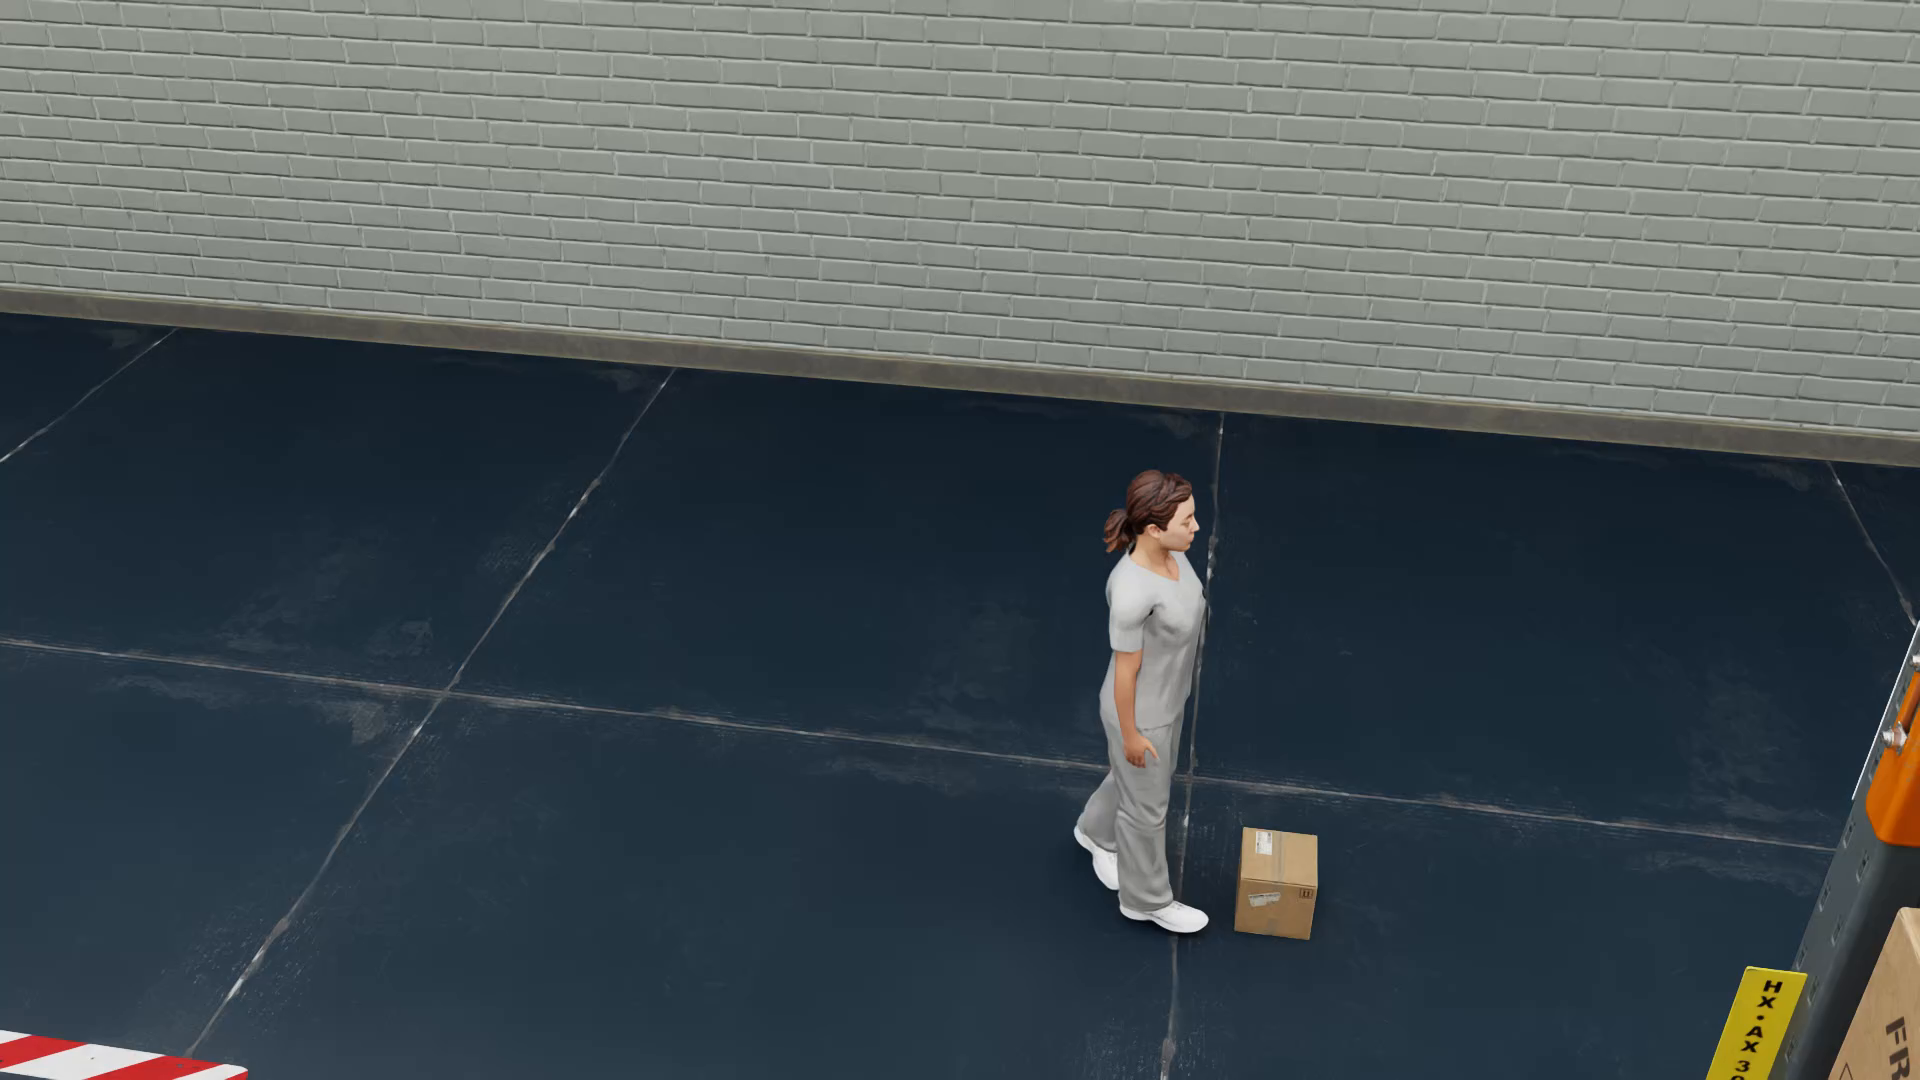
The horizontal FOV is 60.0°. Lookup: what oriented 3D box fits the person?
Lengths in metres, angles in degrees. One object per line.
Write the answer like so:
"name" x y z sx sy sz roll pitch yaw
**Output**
"person" 0.614 0.515 5.322 0.387 1.681 0.484 5 33 8
